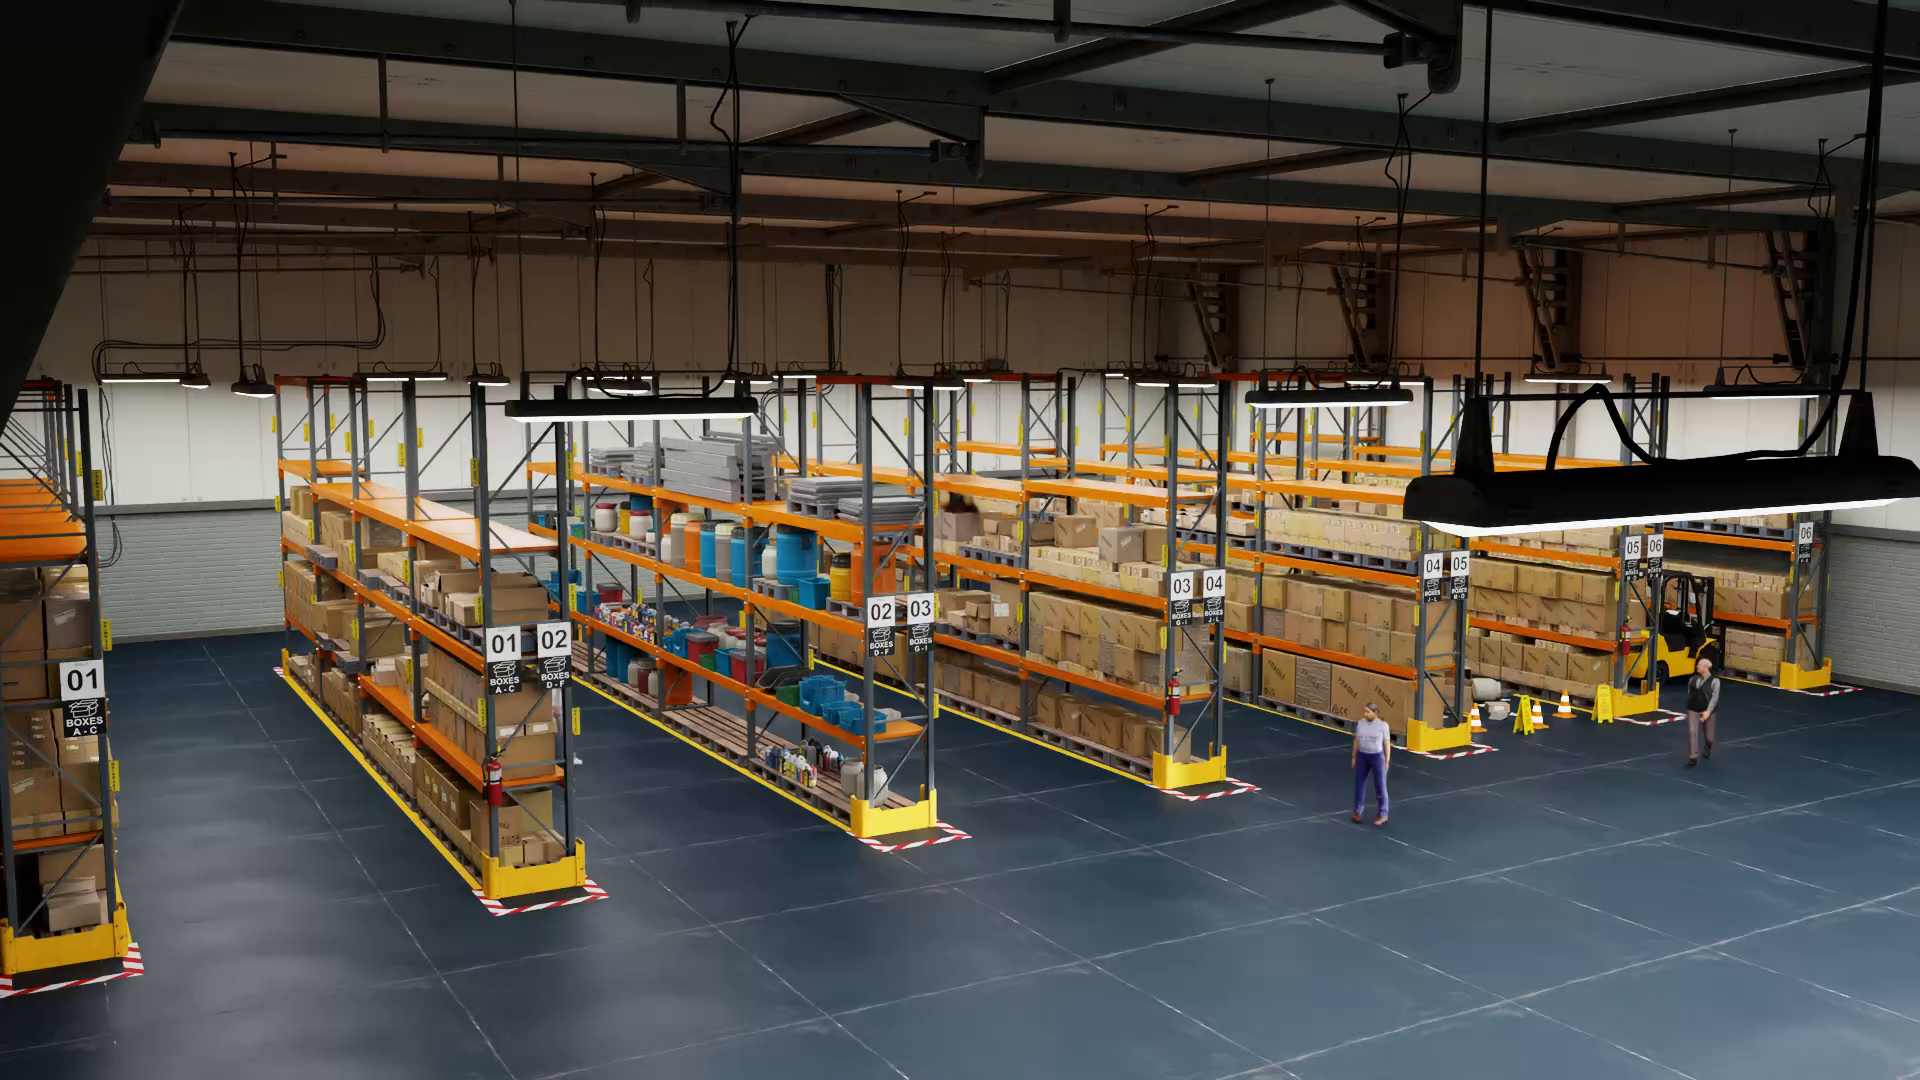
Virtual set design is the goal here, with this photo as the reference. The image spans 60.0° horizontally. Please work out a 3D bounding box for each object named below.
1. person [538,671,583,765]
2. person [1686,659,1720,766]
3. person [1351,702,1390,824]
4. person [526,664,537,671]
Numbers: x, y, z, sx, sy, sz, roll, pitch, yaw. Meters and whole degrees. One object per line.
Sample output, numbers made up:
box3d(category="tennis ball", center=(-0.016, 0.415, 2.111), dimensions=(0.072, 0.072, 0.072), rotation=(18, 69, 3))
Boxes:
box3d(category="person", center=(-6.335, 2.598, 25.934), dimensions=(0.543, 1.739, 1.003), rotation=(-5, 8, -39))
box3d(category="person", center=(11.613, 2.687, 26.030), dimensions=(0.474, 1.619, 0.980), rotation=(3, 7, 25))
box3d(category="person", center=(5.595, 3.025, 22.720), dimensions=(0.512, 1.654, 0.417), rotation=(4, 7, 32))
box3d(category="person", center=(-6.570, 2.665, 25.546), dimensions=(0.584, 1.776, 0.578), rotation=(-2, 6, -13))
